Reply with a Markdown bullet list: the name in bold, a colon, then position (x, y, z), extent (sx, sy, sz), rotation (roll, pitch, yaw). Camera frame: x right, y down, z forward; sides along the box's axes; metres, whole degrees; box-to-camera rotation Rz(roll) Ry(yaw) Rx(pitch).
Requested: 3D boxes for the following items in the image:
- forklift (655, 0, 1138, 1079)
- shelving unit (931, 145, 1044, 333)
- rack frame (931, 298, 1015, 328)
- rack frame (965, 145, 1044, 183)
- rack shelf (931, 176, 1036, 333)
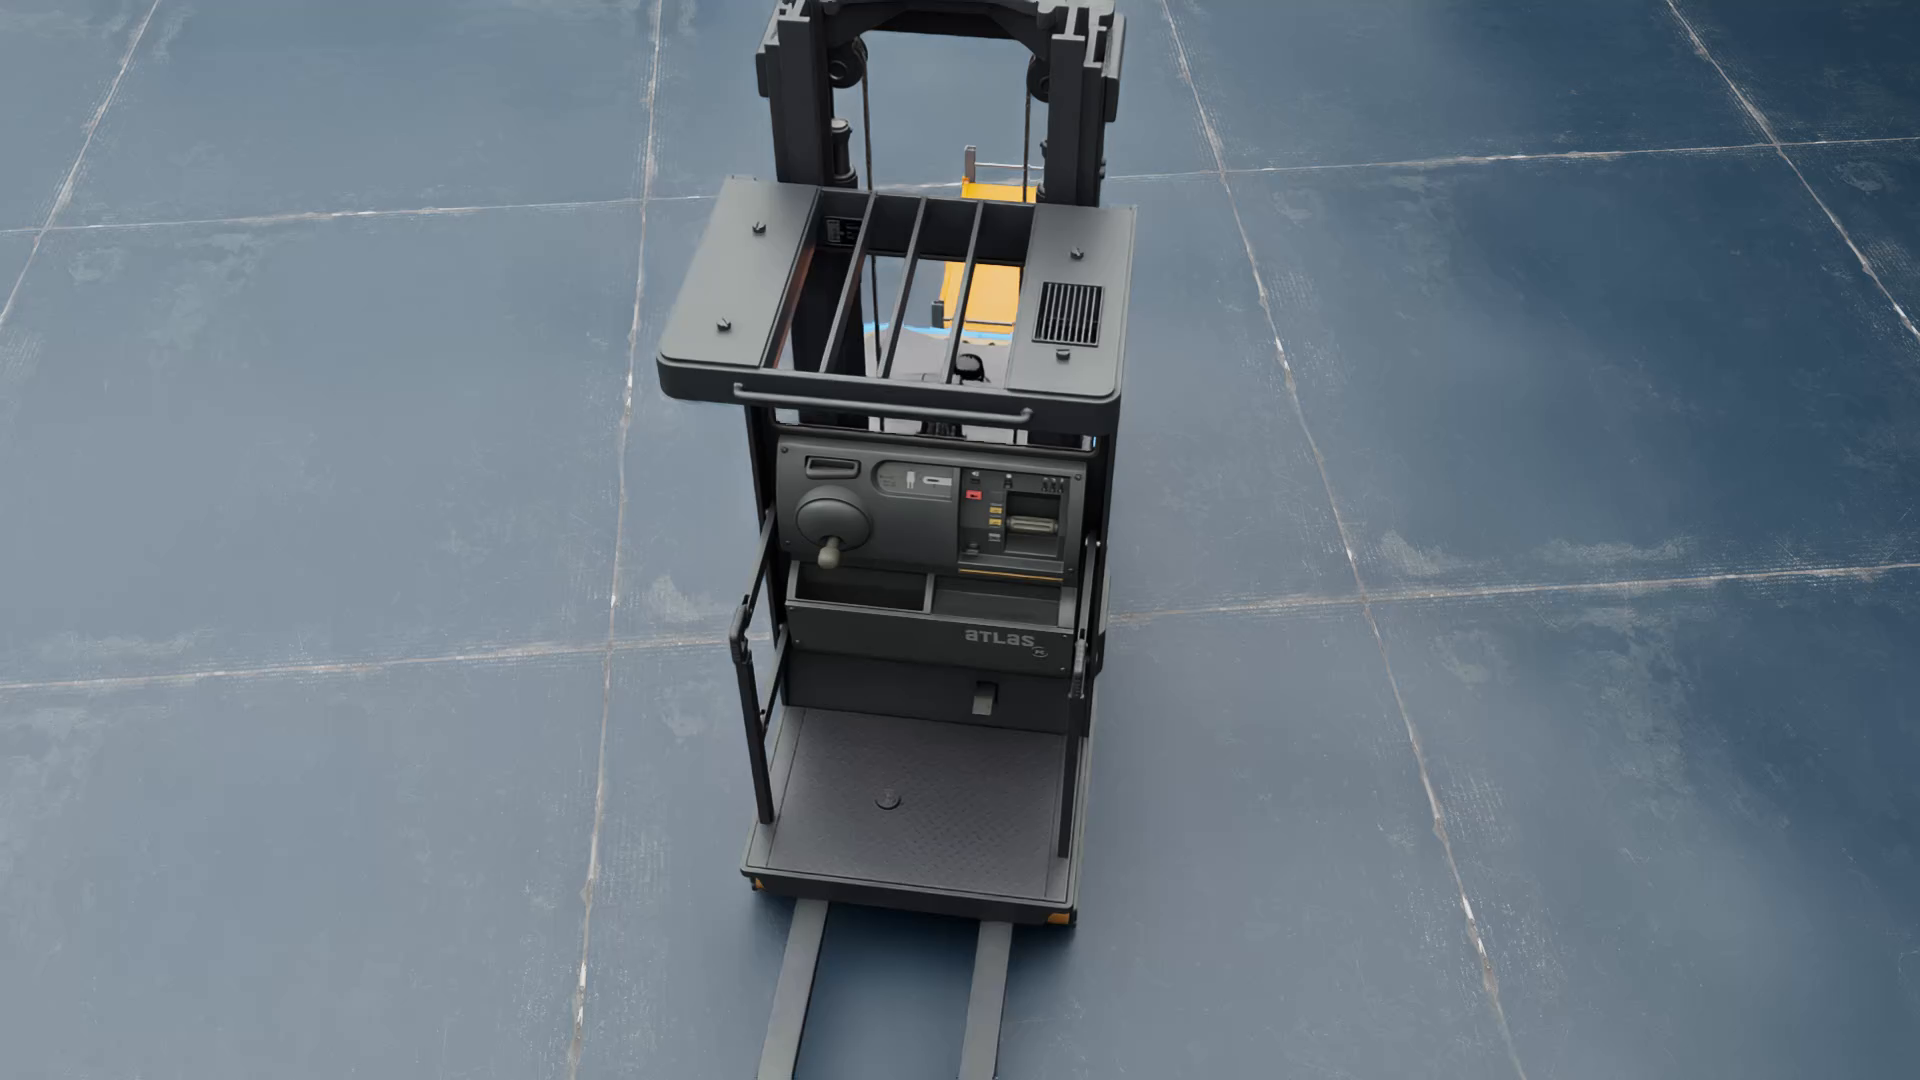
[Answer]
- **forklift**: position (-0.117, 0.016, 4.853), extent (1.130, 2.935, 3.031), rotation (6, 47, 5)
- **shelving unit**: position (0.207, -0.847, 6.914), extent (0.538, 1.125, 1.048), rotation (5, 47, 5)
- **rack frame**: position (0.144, -0.481, 6.567), extent (0.500, 1.125, 0.032), rotation (5, 47, 5)
- **rack frame**: position (0.269, -1.213, 7.261), extent (0.500, 1.125, 0.032), rotation (5, 47, 5)
- **rack shelf**: position (0.207, -1.048, 6.702), extent (0.538, 0.278, 1.000), rotation (5, 47, 5)
